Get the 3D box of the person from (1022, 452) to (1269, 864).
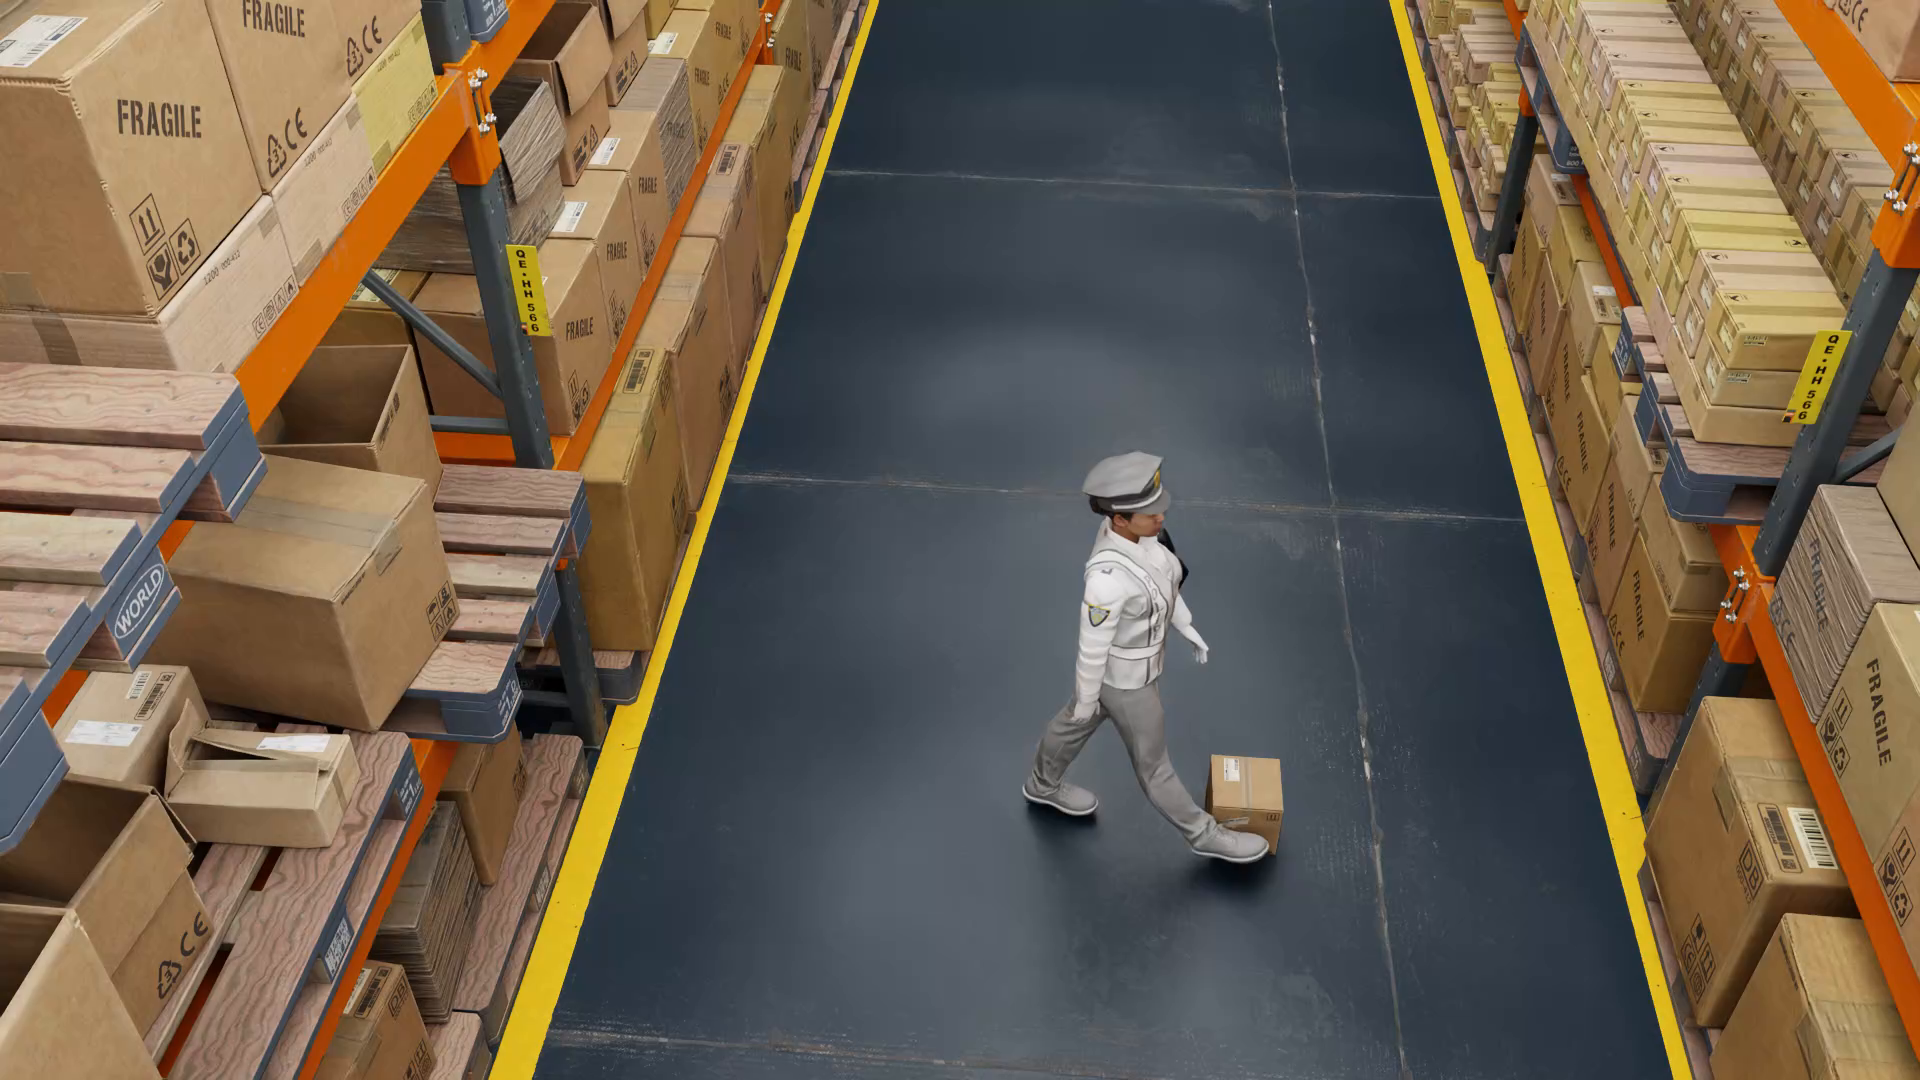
[{"bbox_3d":[0.684,0.404,5.644,0.911,1.649,0.490,7,41,8],"label":"person"}]
